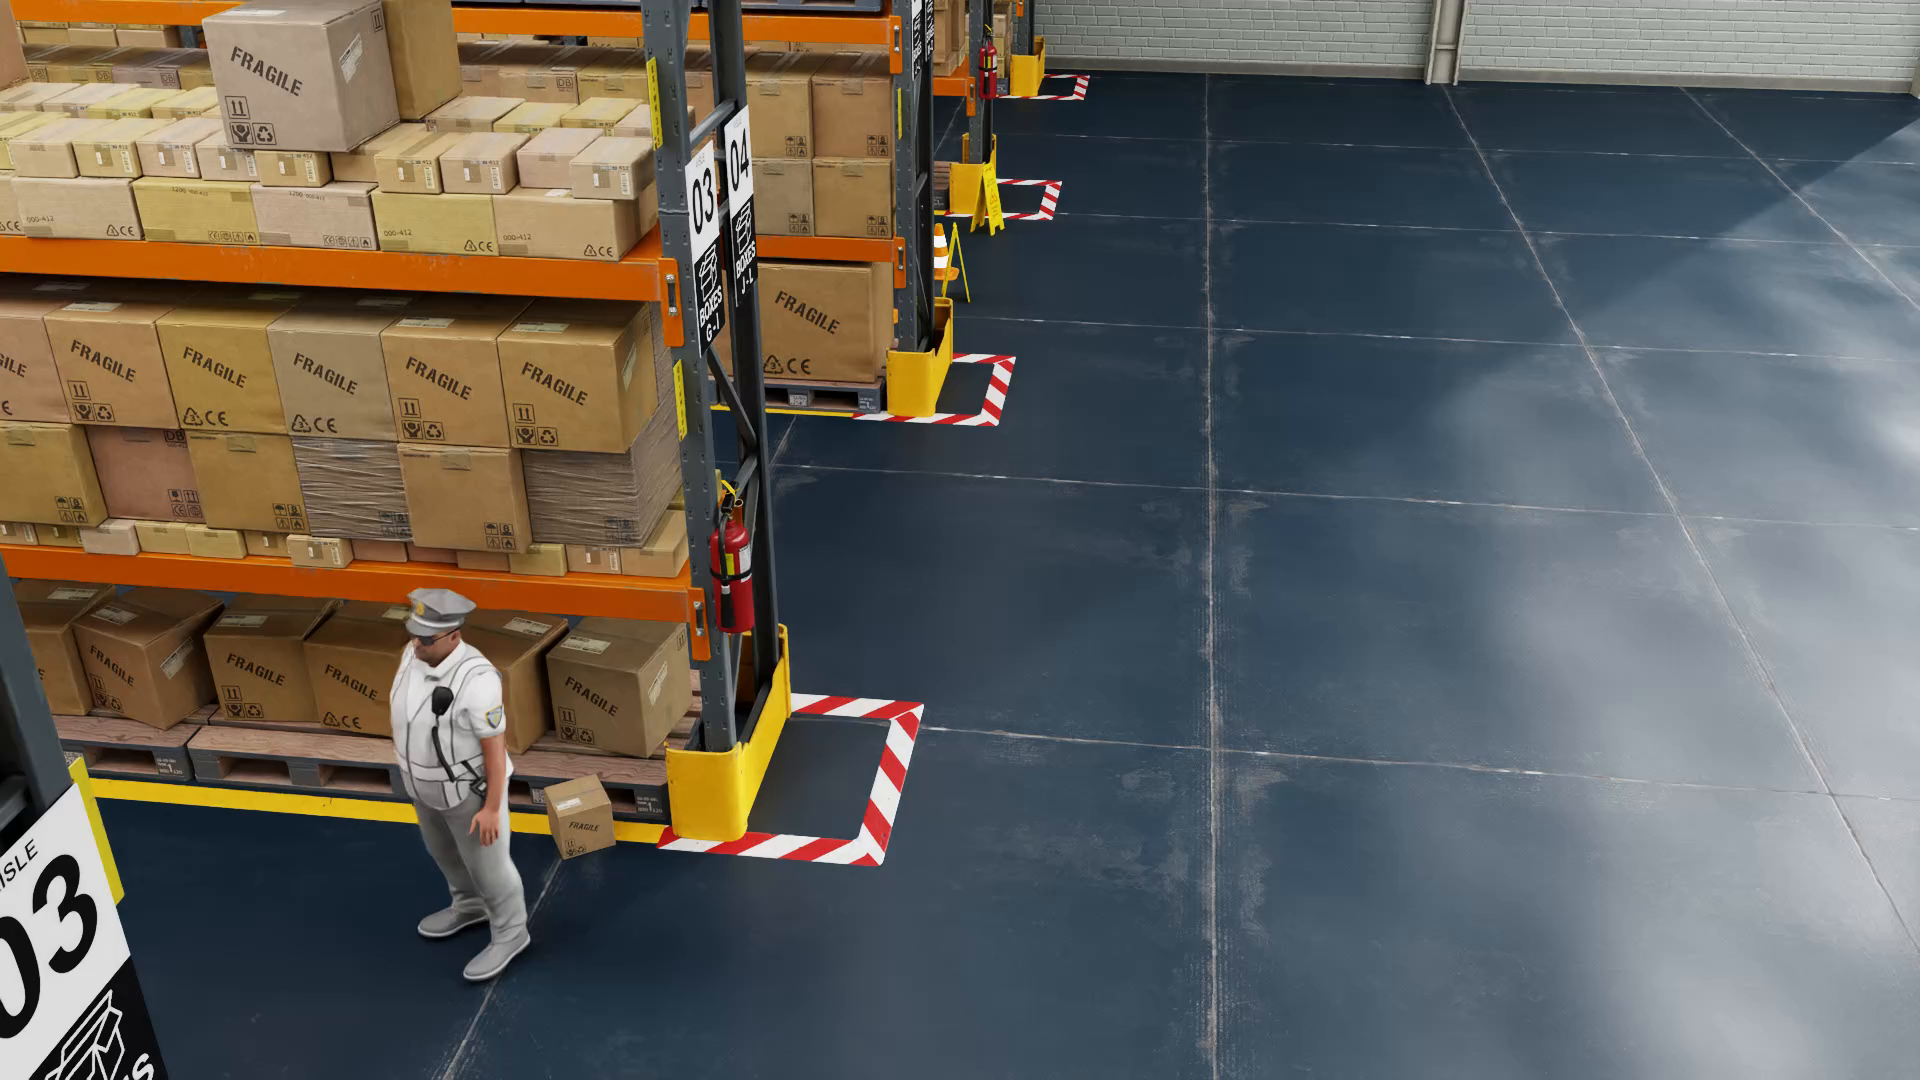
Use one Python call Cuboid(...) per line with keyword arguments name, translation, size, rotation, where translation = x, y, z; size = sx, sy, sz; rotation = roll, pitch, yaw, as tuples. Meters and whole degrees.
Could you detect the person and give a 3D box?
Cuboid(name="person", translation=(-2.067, 0.976, 6.755), size=(0.603, 1.771, 0.396), rotation=(19, 34, 31))
